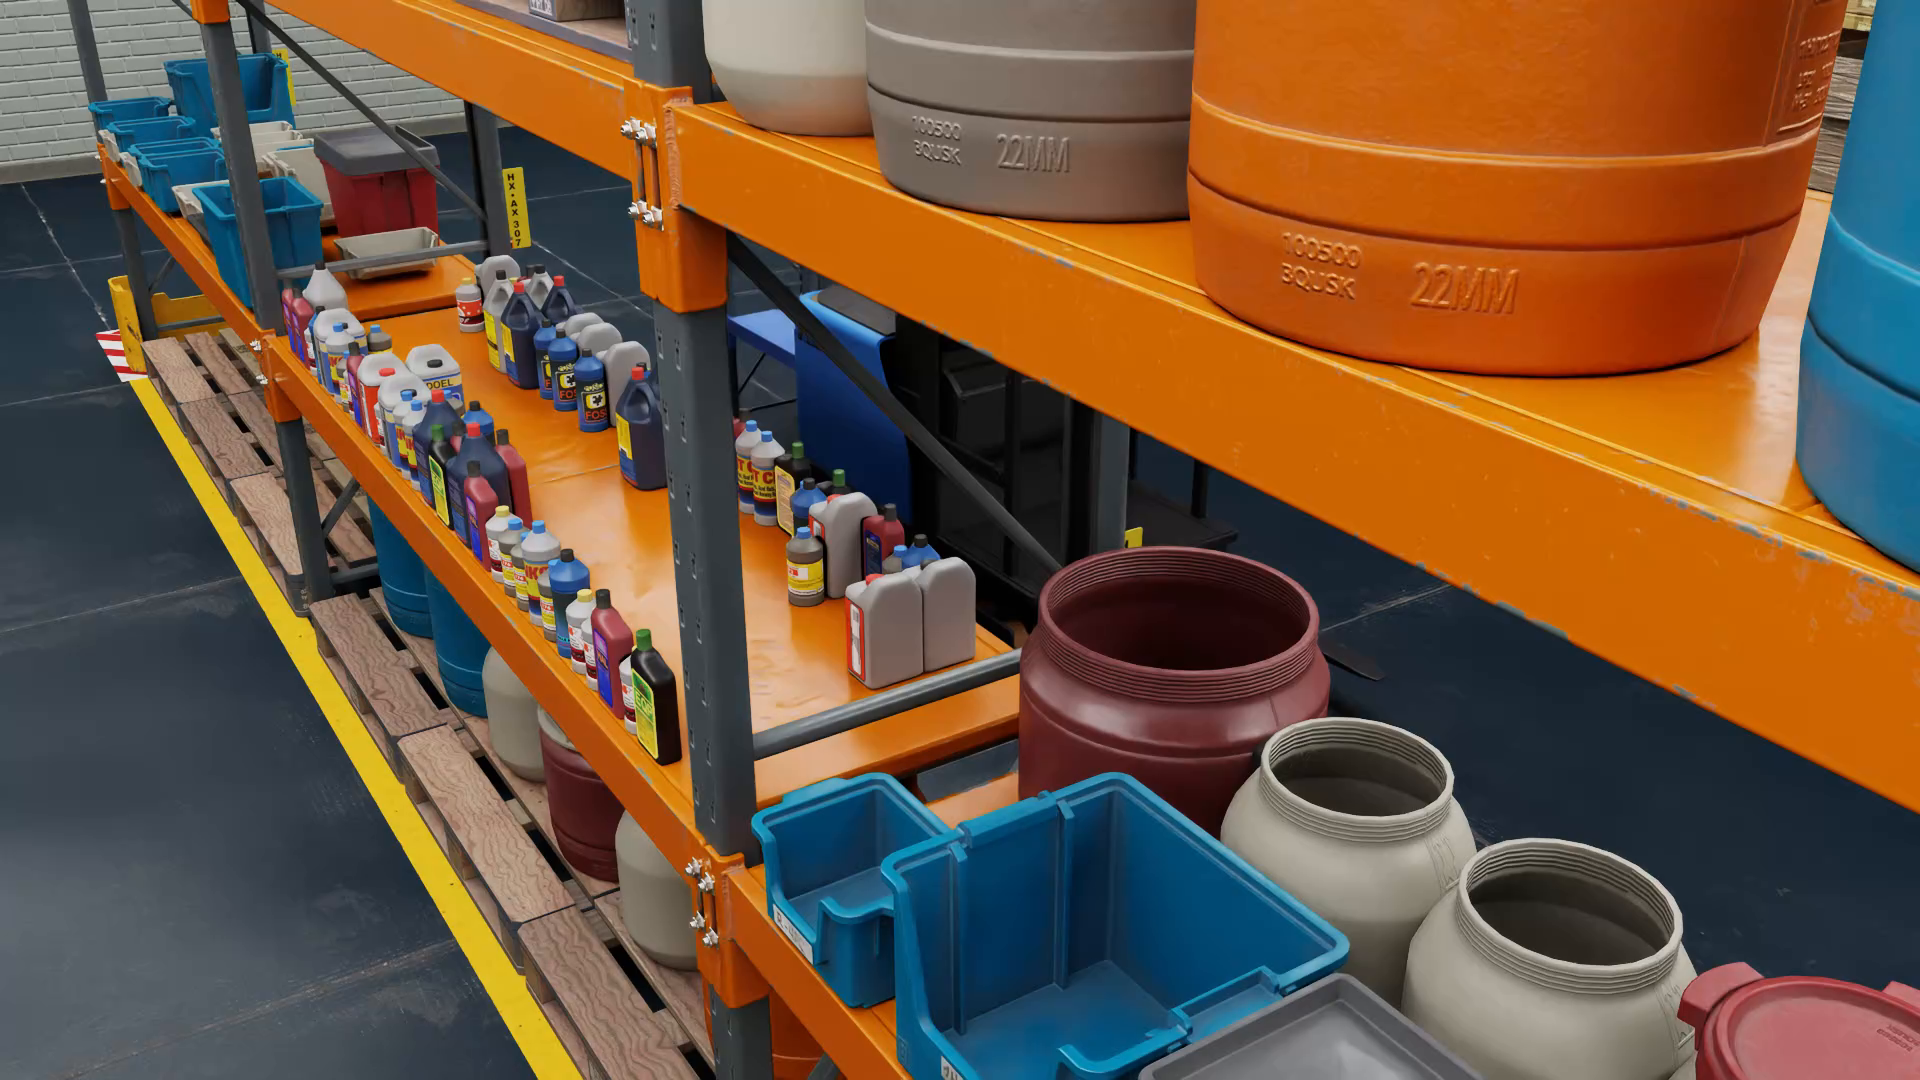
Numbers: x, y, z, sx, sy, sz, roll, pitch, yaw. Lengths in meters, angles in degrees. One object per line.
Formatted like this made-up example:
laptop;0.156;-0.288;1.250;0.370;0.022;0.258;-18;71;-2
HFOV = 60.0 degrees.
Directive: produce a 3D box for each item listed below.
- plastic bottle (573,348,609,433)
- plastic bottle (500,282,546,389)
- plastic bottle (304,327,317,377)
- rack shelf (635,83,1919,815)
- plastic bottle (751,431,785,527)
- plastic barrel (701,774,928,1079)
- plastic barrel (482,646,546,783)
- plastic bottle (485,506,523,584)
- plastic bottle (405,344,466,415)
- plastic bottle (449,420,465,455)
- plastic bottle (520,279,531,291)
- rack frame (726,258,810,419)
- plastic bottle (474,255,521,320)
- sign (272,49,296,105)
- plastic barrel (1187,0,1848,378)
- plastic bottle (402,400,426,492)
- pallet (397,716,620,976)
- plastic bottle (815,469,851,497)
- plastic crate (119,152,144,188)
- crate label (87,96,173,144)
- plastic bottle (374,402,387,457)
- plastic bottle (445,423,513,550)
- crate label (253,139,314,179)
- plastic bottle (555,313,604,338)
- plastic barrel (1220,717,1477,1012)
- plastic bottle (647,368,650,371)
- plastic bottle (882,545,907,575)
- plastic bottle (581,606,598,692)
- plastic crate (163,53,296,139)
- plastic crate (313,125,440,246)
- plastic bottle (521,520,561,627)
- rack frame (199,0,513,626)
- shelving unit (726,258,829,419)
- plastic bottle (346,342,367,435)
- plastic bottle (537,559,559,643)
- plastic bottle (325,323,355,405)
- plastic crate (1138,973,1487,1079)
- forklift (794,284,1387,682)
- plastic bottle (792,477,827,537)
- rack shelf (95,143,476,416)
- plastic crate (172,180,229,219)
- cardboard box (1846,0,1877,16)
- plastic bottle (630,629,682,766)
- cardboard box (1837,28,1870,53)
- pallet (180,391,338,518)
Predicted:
plastic bottle;-1.208;-0.495;5.435;0.097;0.271;0.097;0;25;0
plastic bottle;-1.519;-0.722;5.824;0.144;0.351;0.185;-16;29;-30
plastic bottle;-2.281;-0.692;5.934;0.097;0.201;0.097;0;25;0
rack shelf;1.001;0.018;1.527;1.077;0.370;4.000;-16;29;-30
plastic bottle;-0.548;-0.181;4.771;0.097;0.271;0.097;0;25;0
plastic barrel;-0.372;0.955;4.265;0.600;0.830;0.708;-16;29;-30
plastic barrel;-1.372;0.513;5.572;0.421;0.512;0.421;0;25;0
plastic bottle;-1.215;0.007;4.455;0.097;0.201;0.097;0;25;0
plastic bottle;-1.708;-0.490;5.421;0.152;0.276;0.135;-16;29;-30
plastic bottle;-1.416;-0.195;4.787;0.061;0.283;0.133;-16;29;-30
plastic bottle;-1.589;-0.844;6.170;0.152;0.276;0.135;-16;29;-30
rack frame;-1.022;-1.320;8.789;0.500;1.500;0.032;-16;30;-30
plastic bottle;-1.789;-0.975;6.447;0.152;0.276;0.135;-16;29;-30
sign;-4.006;-2.735;9.839;0.100;0.325;0.005;-16;29;-30
plastic barrel;0.533;-0.638;1.572;0.600;0.830;0.708;-16;29;-30
plastic bottle;-1.616;-0.287;4.996;0.097;0.271;0.097;0;25;0
pallet;-1.218;0.887;5.624;1.003;0.211;1.213;-16;29;-30
plastic bottle;-0.344;-0.067;4.516;0.061;0.283;0.133;-16;29;-30
plastic crate;-4.123;-1.894;8.486;0.250;0.136;0.298;-16;29;-30
crate label;-4.599;-2.314;9.263;0.416;0.233;0.303;-16;29;-30
plastic bottle;-1.795;-0.373;5.260;0.097;0.201;0.097;0;25;0
plastic bottle;-1.345;-0.164;4.642;0.144;0.351;0.185;-16;29;-30
crate label;-3.543;-1.985;8.679;0.396;0.136;0.243;-16;29;-30
plastic bottle;-1.314;-0.664;5.788;0.152;0.276;0.135;-16;29;-30
plastic barrel;0.650;0.602;2.831;0.421;0.512;0.421;0;25;0
plastic bottle;-1.028;-0.464;5.452;0.097;0.201;0.097;0;25;0
plastic bottle;-0.150;0.111;4.234;0.097;0.201;0.097;0;25;0
plastic bottle;-0.843;0.251;3.938;0.097;0.201;0.097;0;25;0
plastic crate;-4.119;-2.494;9.408;0.616;0.435;0.499;-16;29;-30
plastic crate;-2.552;-1.531;7.333;0.402;0.464;0.583;-16;29;-30
plastic bottle;-1.055;0.080;4.218;0.097;0.271;0.097;0;25;0
rack frame;-2.275;-1.097;6.559;1.000;3.000;0.127;-16;29;-30
shelving unit;-0.737;-1.140;8.409;0.538;1.500;1.048;-16;30;-30
plastic bottle;-1.947;-0.496;5.423;0.061;0.283;0.133;-16;29;-30
plastic bottle;-1.002;0.146;4.159;0.097;0.201;0.097;0;25;0
plastic bottle;-2.101;-0.605;5.669;0.097;0.271;0.097;0;25;0
plastic crate;0.535;0.954;2.140;0.402;0.464;0.583;-16;29;-30
forklift;0.461;-1.075;6.593;1.130;2.935;3.031;-16;30;-30
plastic bottle;-0.400;-0.037;4.465;0.097;0.271;0.097;0;25;0
rack shelf;-3.366;-1.487;8.228;1.077;0.370;4.000;-16;29;-30
plastic crate;-3.477;-1.557;7.774;0.293;0.136;0.466;-16;29;-30
cardboard box;5.916;-3.468;10.688;0.380;0.149;0.250;-14;29;-27
plastic bottle;-0.669;0.342;3.649;0.061;0.283;0.133;-16;29;-30
cardboard box;3.320;-1.818;6.795;0.797;0.503;0.637;-15;29;-28
pallet;-3.379;-0.526;8.618;1.003;0.211;1.213;-16;29;-30
